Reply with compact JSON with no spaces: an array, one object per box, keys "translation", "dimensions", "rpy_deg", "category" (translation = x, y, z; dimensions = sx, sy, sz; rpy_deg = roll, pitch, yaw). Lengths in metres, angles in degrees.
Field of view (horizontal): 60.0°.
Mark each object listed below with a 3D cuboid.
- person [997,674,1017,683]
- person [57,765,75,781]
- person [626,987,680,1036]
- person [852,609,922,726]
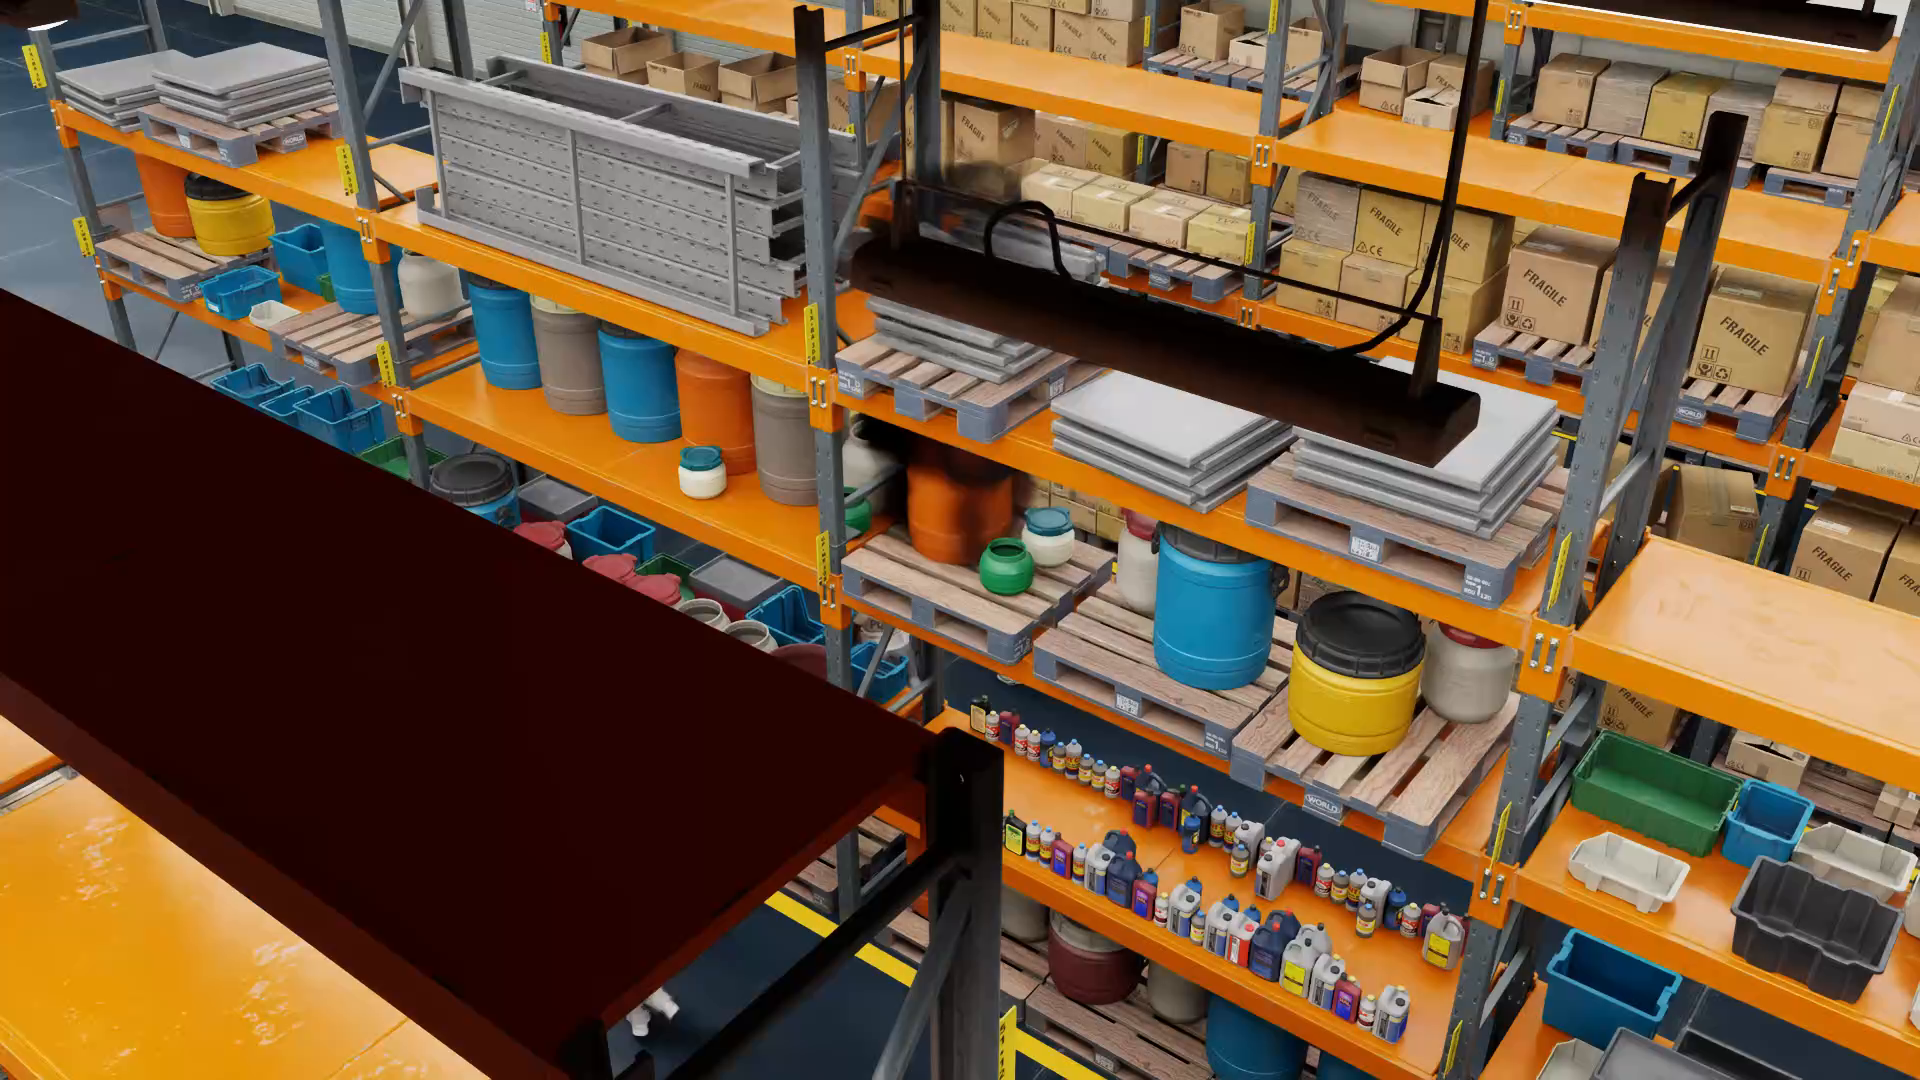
[{"translation":[0.217,0.414,13.204],"dimensions":[0.848,1.438,0.576],"rpy_deg":[16,35,25],"category":"person"},{"translation":[-6.123,1.669,11.139],"dimensions":[0.538,1.441,0.991],"rpy_deg":[-16,35,-24],"category":"person"},{"translation":[-2.006,2.331,9.900],"dimensions":[0.809,1.705,0.652],"rpy_deg":[-20,37,-30],"category":"person"},{"translation":[-0.473,0.827,12.332],"dimensions":[0.686,1.664,0.617],"rpy_deg":[-13,34,-20],"category":"person"}]
